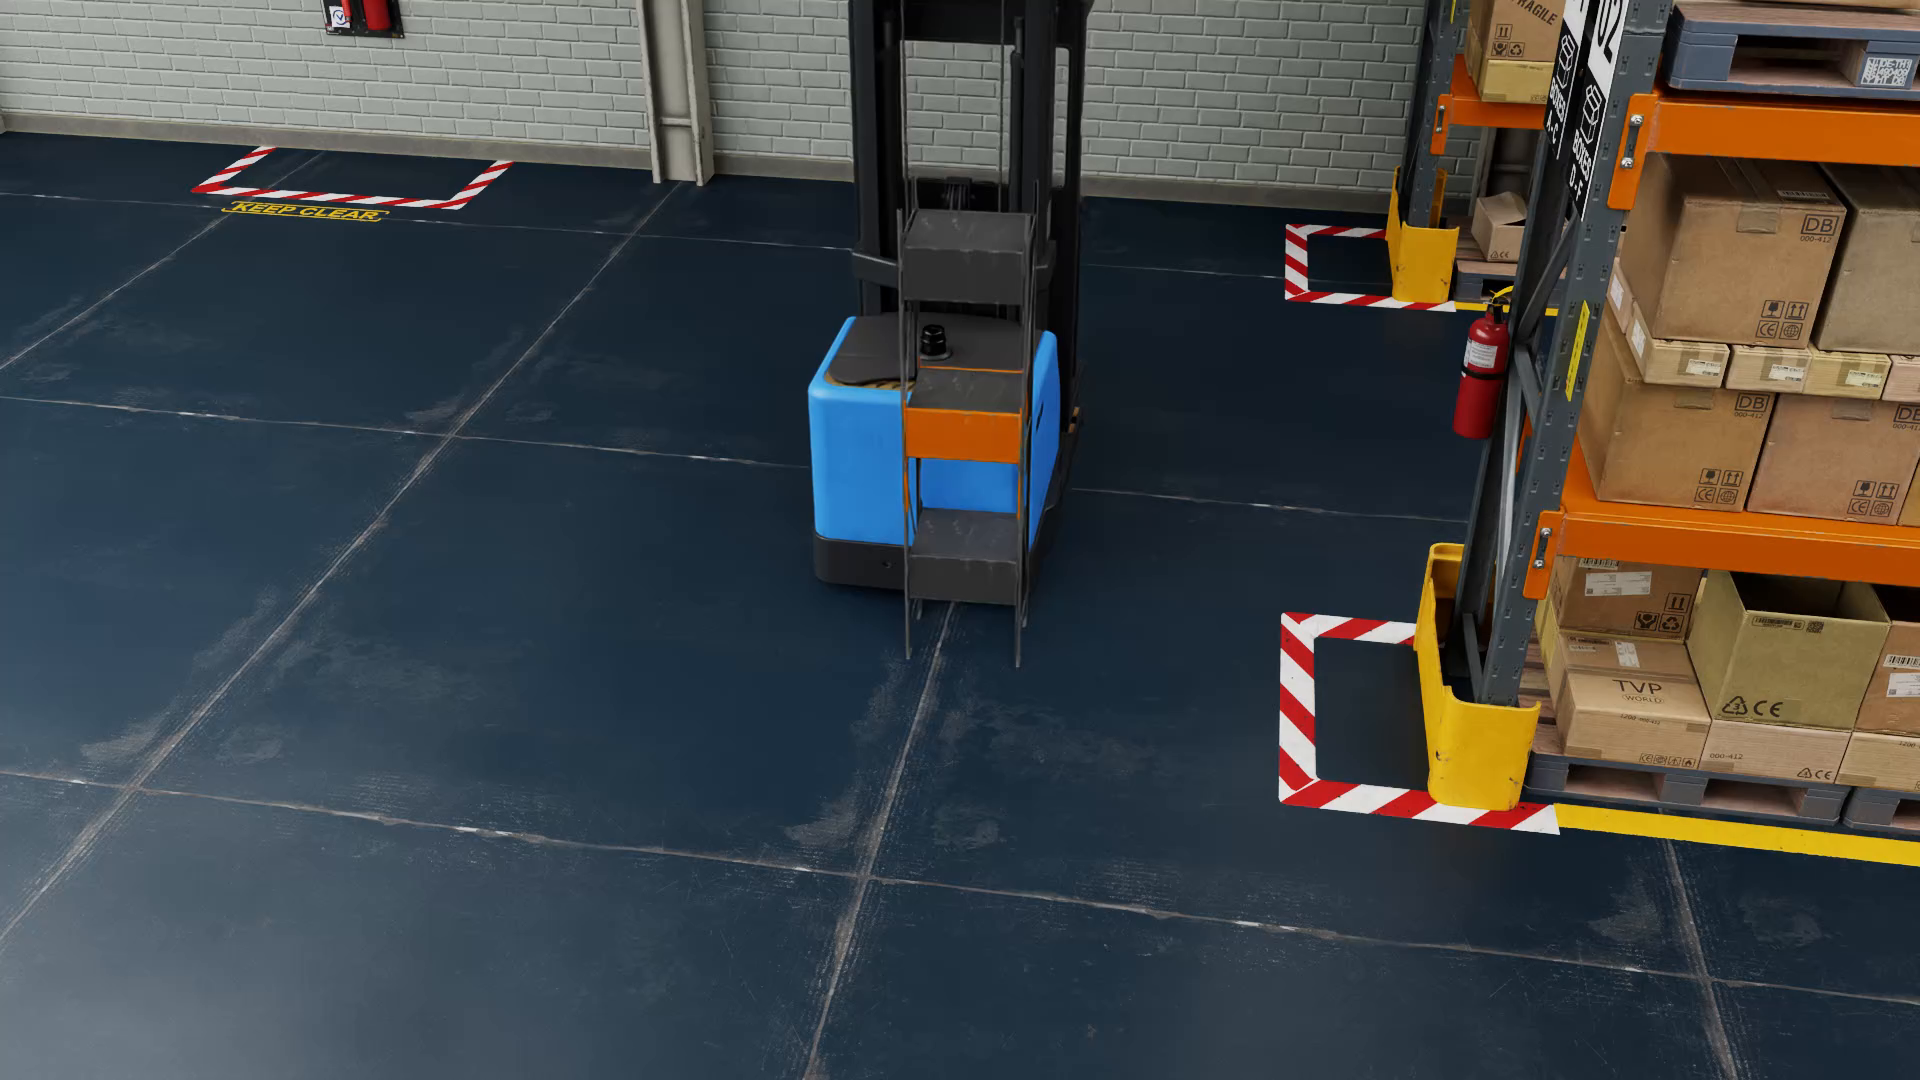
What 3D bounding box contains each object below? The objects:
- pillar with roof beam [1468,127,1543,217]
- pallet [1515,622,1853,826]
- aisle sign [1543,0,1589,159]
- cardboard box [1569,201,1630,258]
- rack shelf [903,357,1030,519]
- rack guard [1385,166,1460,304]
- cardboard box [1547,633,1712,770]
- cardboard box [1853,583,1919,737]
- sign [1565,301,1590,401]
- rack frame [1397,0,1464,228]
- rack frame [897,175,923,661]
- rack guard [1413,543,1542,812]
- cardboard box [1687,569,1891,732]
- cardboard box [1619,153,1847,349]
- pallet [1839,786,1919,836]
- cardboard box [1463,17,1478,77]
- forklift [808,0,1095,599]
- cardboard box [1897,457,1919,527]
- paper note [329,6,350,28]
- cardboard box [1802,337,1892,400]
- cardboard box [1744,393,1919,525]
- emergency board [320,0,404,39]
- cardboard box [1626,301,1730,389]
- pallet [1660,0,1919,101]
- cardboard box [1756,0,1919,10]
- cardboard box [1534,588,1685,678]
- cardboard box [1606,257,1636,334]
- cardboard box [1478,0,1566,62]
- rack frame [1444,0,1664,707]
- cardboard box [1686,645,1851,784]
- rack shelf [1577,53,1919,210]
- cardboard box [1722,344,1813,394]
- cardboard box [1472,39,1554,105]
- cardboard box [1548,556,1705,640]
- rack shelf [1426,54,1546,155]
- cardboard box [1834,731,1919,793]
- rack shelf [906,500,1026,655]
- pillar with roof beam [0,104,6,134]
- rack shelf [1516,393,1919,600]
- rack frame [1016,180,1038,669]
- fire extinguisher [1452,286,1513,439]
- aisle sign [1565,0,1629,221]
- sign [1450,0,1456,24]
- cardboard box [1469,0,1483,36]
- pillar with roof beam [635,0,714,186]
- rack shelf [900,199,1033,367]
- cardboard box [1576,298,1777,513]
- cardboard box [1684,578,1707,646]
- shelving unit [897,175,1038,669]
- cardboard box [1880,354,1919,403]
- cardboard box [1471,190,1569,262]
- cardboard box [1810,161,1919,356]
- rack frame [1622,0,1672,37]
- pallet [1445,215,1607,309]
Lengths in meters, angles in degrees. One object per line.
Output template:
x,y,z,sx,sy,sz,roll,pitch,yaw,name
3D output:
3.094,-3.789,5.822,0.400,9.000,9.100,5,32,8,pillar with roof beam
2.914,0.711,6.914,1.213,0.211,1.003,5,32,8,pallet
2.137,-1.778,5.814,0.004,0.787,0.394,5,32,8,aisle sign
4.211,-1.995,10.730,0.500,0.311,0.500,8,33,12,cardboard box
0.036,-0.430,6.984,0.480,0.518,0.431,4,32,6,rack shelf
3.057,-2.042,11.041,0.348,0.500,1.175,5,32,8,rack guard
2.644,0.635,6.604,0.500,0.250,0.500,5,32,8,cardboard box
3.632,0.398,6.275,0.500,0.500,0.500,5,32,8,cardboard box
2.054,-0.628,5.535,0.005,0.325,0.100,5,32,8,sign
2.983,-3.108,10.388,0.127,3.000,1.000,5,32,8,rack frame
-0.207,-0.458,7.003,0.015,2.100,0.400,4,32,6,rack frame
2.129,0.541,6.915,0.348,0.500,1.175,5,32,8,rack guard
3.137,0.361,6.336,0.500,0.500,0.500,5,32,8,cardboard box
2.663,-1.056,5.793,0.500,0.500,0.700,5,32,8,cardboard box
4.113,0.822,6.738,1.213,0.211,1.003,5,32,8,pallet
3.476,-3.113,10.518,0.500,0.250,0.500,6,32,9,cardboard box
0.075,-1.732,8.254,1.130,2.935,3.031,5,32,8,forklift
3.618,-0.419,5.998,0.500,0.500,0.700,5,32,9,cardboard box
-4.689,-3.953,12.568,0.142,0.148,0.016,5,32,8,paper note
3.010,-0.641,5.742,0.250,0.149,0.380,5,32,8,cardboard box
3.129,-0.467,6.074,0.500,0.500,0.700,6,33,9,cardboard box
-4.526,-4.274,12.251,0.643,1.169,0.194,5,32,8,emergency board
2.503,-0.687,5.814,0.250,0.149,0.380,5,32,8,cardboard box
2.845,-1.674,5.354,1.213,0.211,1.003,5,32,8,pallet
2.719,-2.016,5.191,0.637,0.503,0.797,7,33,12,cardboard box
2.731,0.364,7.037,0.500,0.250,0.500,5,32,8,cardboard box
2.562,-0.900,6.155,0.250,0.149,0.380,5,32,7,cardboard box
3.403,-3.171,9.905,0.500,0.500,0.500,5,32,8,cardboard box
2.153,-0.517,6.249,0.127,3.000,1.000,5,32,8,rack frame
3.138,0.678,6.536,0.500,0.250,0.500,5,32,8,cardboard box
4.124,-1.305,5.358,4.000,0.370,1.077,5,32,8,rack shelf
2.764,-0.664,5.779,0.250,0.149,0.380,4,32,7,cardboard box
3.410,-2.843,10.088,0.500,0.250,0.500,4,32,7,cardboard box
2.732,0.045,6.840,0.500,0.500,0.500,5,32,8,cardboard box
4.954,-2.625,10.294,4.000,0.370,1.077,5,32,8,rack shelf
3.630,0.722,6.465,0.500,0.250,0.500,5,32,8,cardboard box
0.036,0.163,7.356,0.480,0.518,0.431,4,32,6,rack shelf
-8.735,-4.861,7.534,0.400,9.000,9.100,5,32,8,pillar with roof beam
4.124,-0.033,6.154,4.000,0.370,1.077,5,32,8,rack shelf
0.278,-0.426,6.951,0.015,2.100,0.400,4,32,6,rack frame
2.114,-0.738,6.674,0.183,0.674,0.296,5,32,8,fire extinguisher
2.037,-1.465,5.312,0.004,0.787,0.394,5,32,8,aisle sign
2.891,-3.191,9.705,0.005,0.325,0.100,5,32,8,sign
3.483,-3.440,10.334,0.500,0.500,0.500,5,32,8,cardboard box
-2.821,-4.325,6.678,0.400,9.000,9.100,5,32,8,pillar with roof beam
0.036,-1.024,6.613,0.480,0.518,0.431,4,32,6,rack shelf
2.611,-0.511,6.145,0.500,0.500,0.700,5,32,8,cardboard box
3.226,0.402,6.976,0.500,0.250,0.500,5,32,8,cardboard box
0.036,-0.442,6.977,0.503,2.100,0.431,4,32,6,shelving unit
3.258,-0.618,5.704,0.250,0.149,0.380,5,32,7,cardboard box
3.649,-2.046,10.811,0.500,0.311,0.500,2,32,3,cardboard box
3.182,-1.012,5.723,0.500,0.500,0.700,4,32,7,cardboard box
2.153,-3.060,4.657,0.127,3.000,1.000,5,32,8,rack frame
3.852,-1.828,10.972,1.213,0.211,1.003,5,32,8,pallet
